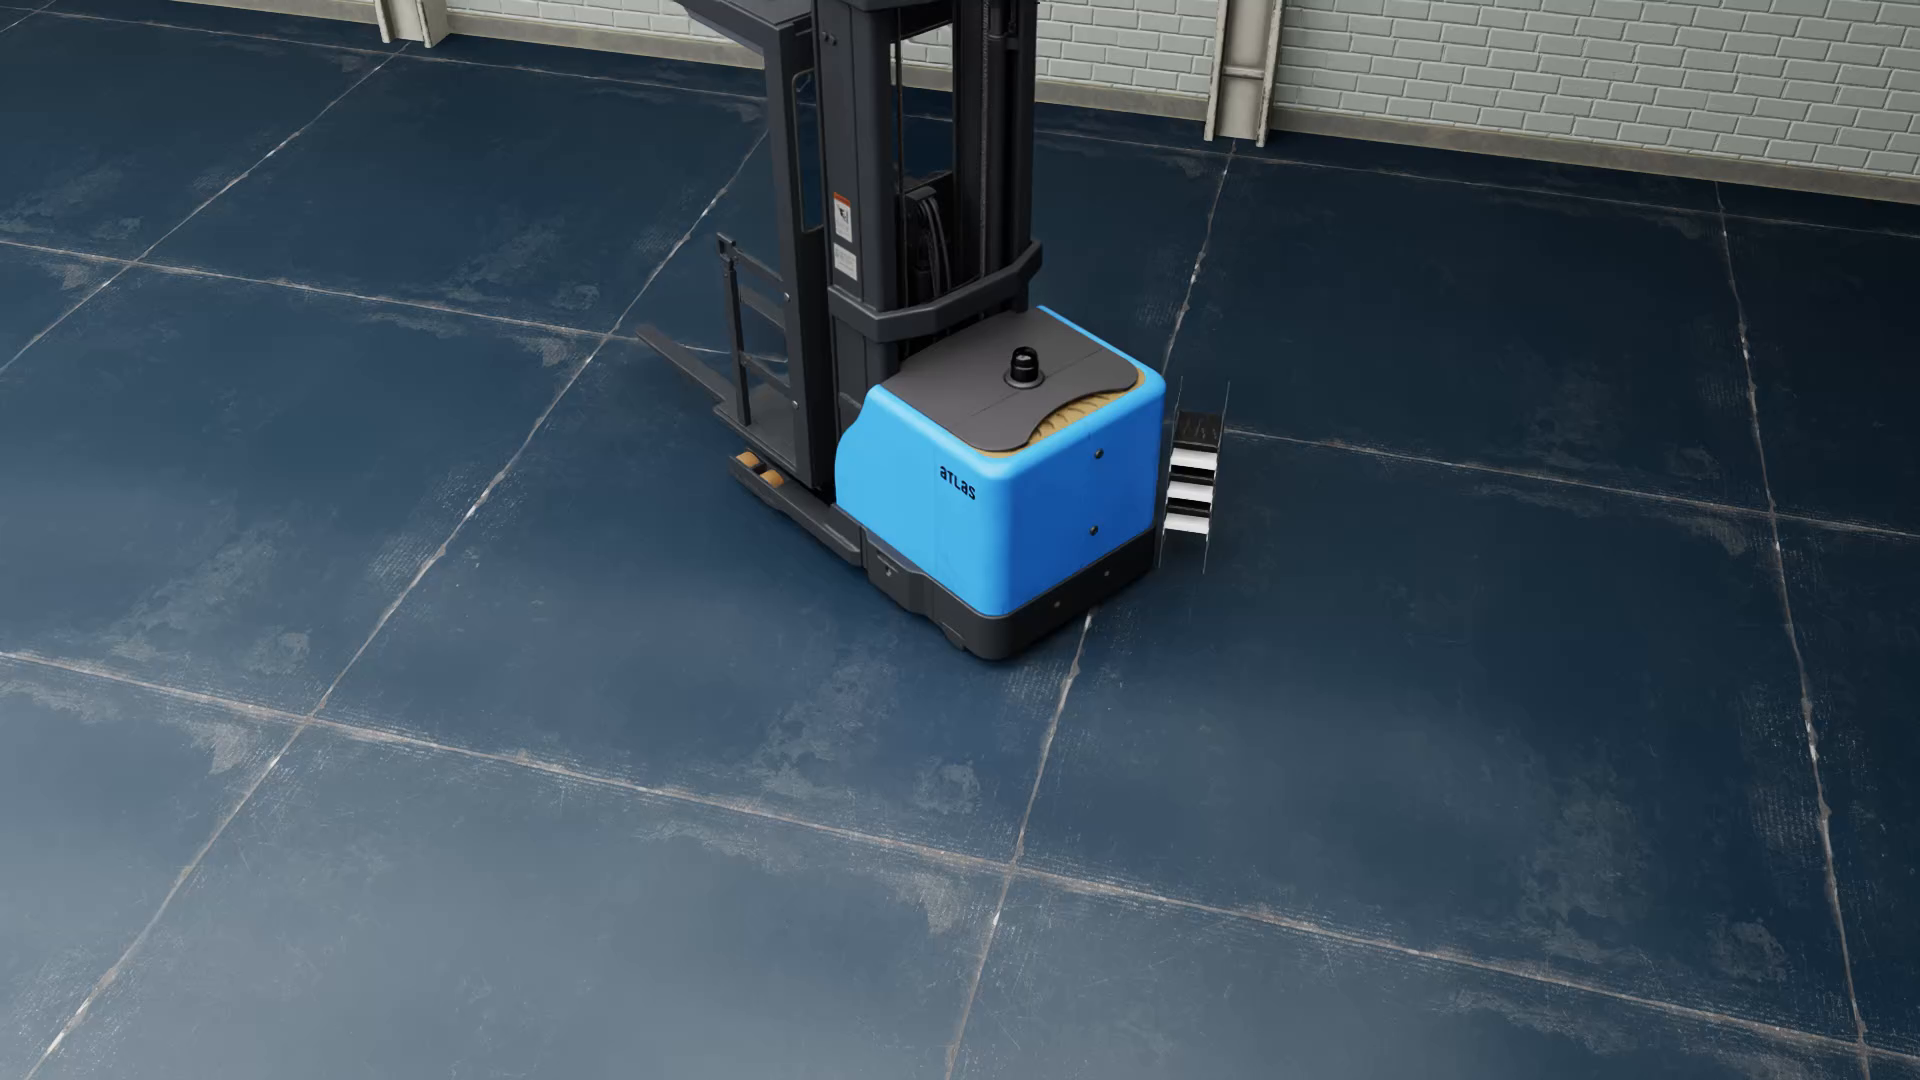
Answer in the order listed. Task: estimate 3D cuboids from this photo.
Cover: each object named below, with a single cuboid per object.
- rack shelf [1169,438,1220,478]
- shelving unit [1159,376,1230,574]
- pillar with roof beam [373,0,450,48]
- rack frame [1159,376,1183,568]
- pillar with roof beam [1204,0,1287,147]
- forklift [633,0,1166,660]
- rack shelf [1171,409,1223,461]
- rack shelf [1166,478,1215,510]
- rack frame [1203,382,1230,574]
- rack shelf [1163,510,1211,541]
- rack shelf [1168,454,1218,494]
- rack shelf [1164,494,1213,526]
[{"bbox_3d":[1.038,-0.391,7.313,0.200,0.077,0.258,8,41,10],"label":"rack shelf"},{"bbox_3d":[1.038,-0.279,7.407,0.210,0.900,0.258,8,41,10],"label":"shelving unit"},{"bbox_3d":[-5.080,-4.453,6.080,0.400,9.000,9.100,10,41,11],"label":"pillar with roof beam"},{"bbox_3d":[0.939,-0.293,7.424,0.006,0.900,0.240,8,41,10],"label":"rack frame"},{"bbox_3d":[0.716,-3.456,4.892,0.400,9.000,9.100,10,41,11],"label":"pillar with roof beam"},{"bbox_3d":[-0.472,-1.483,7.261,1.130,2.935,3.031,-30,48,-30],"label":"forklift"},{"bbox_3d":[1.038,-0.460,7.255,0.200,0.077,0.258,8,41,10],"label":"rack shelf"},{"bbox_3d":[1.038,-0.254,7.429,0.200,0.077,0.258,8,41,10],"label":"rack shelf"},{"bbox_3d":[1.138,-0.265,7.390,0.006,0.900,0.240,8,41,10],"label":"rack frame"},{"bbox_3d":[1.038,-0.116,7.544,0.200,0.077,0.258,8,41,10],"label":"rack shelf"},{"bbox_3d":[1.038,-0.323,7.371,0.200,0.077,0.258,8,41,10],"label":"rack shelf"},{"bbox_3d":[1.038,-0.185,7.487,0.200,0.077,0.258,8,41,10],"label":"rack shelf"}]
